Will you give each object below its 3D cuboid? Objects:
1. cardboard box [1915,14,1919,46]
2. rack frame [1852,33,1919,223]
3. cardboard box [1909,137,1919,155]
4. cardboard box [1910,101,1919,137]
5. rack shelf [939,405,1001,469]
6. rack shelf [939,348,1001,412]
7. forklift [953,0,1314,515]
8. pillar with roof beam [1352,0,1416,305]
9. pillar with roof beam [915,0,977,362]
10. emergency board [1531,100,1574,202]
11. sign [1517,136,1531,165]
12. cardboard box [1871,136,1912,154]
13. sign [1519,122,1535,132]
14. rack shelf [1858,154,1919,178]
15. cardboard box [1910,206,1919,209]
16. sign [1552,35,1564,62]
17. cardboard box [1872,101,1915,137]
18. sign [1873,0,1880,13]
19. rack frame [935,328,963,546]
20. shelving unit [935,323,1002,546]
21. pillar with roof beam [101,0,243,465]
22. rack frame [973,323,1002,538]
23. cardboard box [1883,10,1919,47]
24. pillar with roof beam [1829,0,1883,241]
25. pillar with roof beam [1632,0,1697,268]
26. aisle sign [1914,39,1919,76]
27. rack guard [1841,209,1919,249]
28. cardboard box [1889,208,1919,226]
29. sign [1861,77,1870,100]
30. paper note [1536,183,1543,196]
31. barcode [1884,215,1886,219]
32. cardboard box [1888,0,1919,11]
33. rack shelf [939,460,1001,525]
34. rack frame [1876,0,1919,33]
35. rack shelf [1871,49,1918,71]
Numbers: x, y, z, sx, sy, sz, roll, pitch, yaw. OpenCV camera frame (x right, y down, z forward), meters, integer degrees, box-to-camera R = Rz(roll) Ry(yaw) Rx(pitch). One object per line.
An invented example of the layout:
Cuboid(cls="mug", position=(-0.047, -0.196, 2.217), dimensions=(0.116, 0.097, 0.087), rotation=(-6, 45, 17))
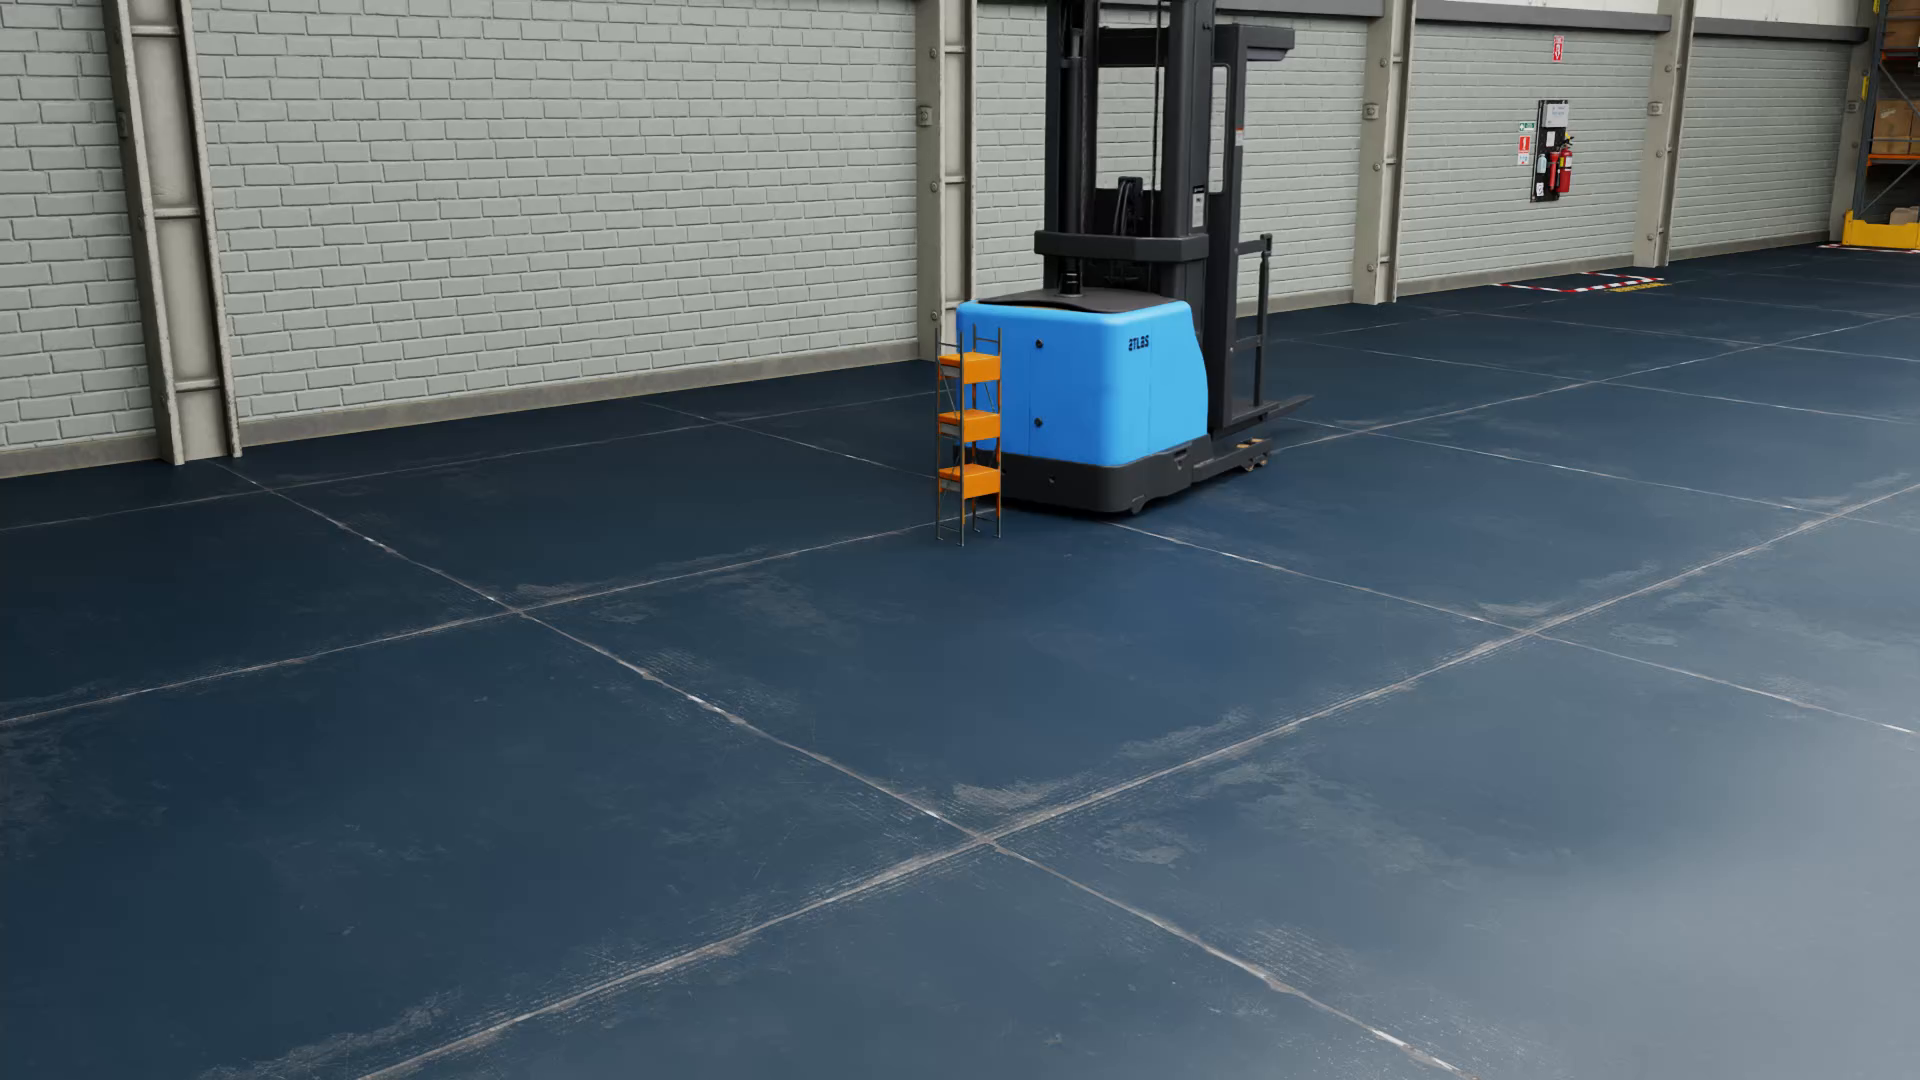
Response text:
Cuboid(cls="cardboard box", position=(13.925, -7.252, 23.543), dimensions=(0.500, 0.500, 0.500), rotation=(-12, 19, -38))
Cuboid(cls="rack frame", position=(13.508, -5.737, 23.916), dimensions=(0.127, 3.000, 1.000), rotation=(-13, 19, -39))
Cuboid(cls="cardboard box", position=(14.085, -5.695, 24.010), dimensions=(0.500, 0.250, 0.500), rotation=(-13, 20, -41))
Cuboid(cls="cardboard box", position=(14.066, -6.059, 23.919), dimensions=(0.500, 0.500, 0.500), rotation=(-13, 19, -39))
Cuboid(cls="rack shelf", position=(0.040, -0.506, 8.151), dimensions=(0.240, 0.259, 0.215), rotation=(-13, 19, -39))
Cuboid(cls="rack shelf", position=(0.040, -0.780, 8.078), dimensions=(0.240, 0.259, 0.215), rotation=(-13, 19, -39))
Cuboid(cls="forklift", position=(1.204, -1.875, 9.589), dimensions=(1.130, 2.935, 3.031), rotation=(10, 18, 33))
Cuboid(cls="pillar with roof beam", position=(7.242, -6.052, 13.468), dimensions=(0.400, 9.000, 9.100), rotation=(-13, 19, -39))
Cuboid(cls="pillar with roof beam", position=(2.716, -5.035, 9.663), dimensions=(0.400, 9.000, 9.100), rotation=(-13, 19, -39))
Cuboid(cls="emergency board", position=(7.053, -4.596, 19.645), dimensions=(0.643, 1.169, 0.194), rotation=(-13, 19, -39))
Cuboid(cls="sign", position=(6.568, -4.540, 19.365), dimensions=(0.234, 0.329, 0.001), rotation=(-13, 19, -39))
Cuboid(cls="cardboard box", position=(13.734, -5.791, 24.370), dimensions=(0.500, 0.250, 0.500), rotation=(-12, 19, -39))
Cuboid(cls="sign", position=(6.578, -4.795, 19.293), dimensions=(0.331, 0.109, 0.001), rotation=(-13, 19, -39))
Cuboid(cls="rack shelf", position=(15.017, -5.728, 25.277), dimensions=(4.000, 0.370, 1.077), rotation=(-13, 19, -39))
Cuboid(cls="cardboard box", position=(14.519, -4.847, 24.941), dimensions=(0.500, 0.311, 0.500), rotation=(-11, 18, -35))
Cuboid(cls="sign", position=(6.982, -5.734, 19.414), dimensions=(0.199, 0.298, 0.001), rotation=(-13, 19, -39))
Cuboid(cls="cardboard box", position=(13.724, -6.158, 24.289), dimensions=(0.500, 0.500, 0.500), rotation=(-13, 20, -40))
Cuboid(cls="sign", position=(13.159, -7.725, 23.831), dimensions=(0.005, 0.325, 0.100), rotation=(-13, 19, -39))
Cuboid(cls="rack frame", position=(-0.052, -0.496, 8.071), dimensions=(0.008, 1.050, 0.200), rotation=(-13, 19, -39))
Cuboid(cls="shelving unit", position=(0.040, -0.516, 8.148), dimensions=(0.252, 1.050, 0.215), rotation=(-13, 19, -39))
Cuboid(cls="pillar with roof beam", position=(-1.811, -4.019, 5.857), dimensions=(0.400, 9.000, 9.100), rotation=(-13, 19, -39))
Cuboid(cls="rack frame", position=(0.132, -0.537, 8.226), dimensions=(0.008, 1.050, 0.200), rotation=(-13, 19, -39))
Cuboid(cls="cardboard box", position=(13.657, -7.364, 23.962), dimensions=(0.500, 0.500, 0.500), rotation=(-11, 18, -35))
Cuboid(cls="pillar with roof beam", position=(16.295, -8.084, 21.078), dimensions=(0.400, 9.000, 9.100), rotation=(-13, 19, -39))
Cuboid(cls="pillar with roof beam", position=(11.768, -7.068, 17.273), dimensions=(0.400, 9.000, 9.100), rotation=(-13, 19, -39))
Cuboid(cls="aisle sign", position=(13.651, -6.922, 23.316), dimensions=(0.004, 0.787, 0.394), rotation=(-13, 19, -39))
Cuboid(cls="rack guard", position=(13.566, -4.542, 24.286), dimensions=(0.348, 0.500, 1.175), rotation=(-13, 19, -39))
Cuboid(cls="cardboard box", position=(14.089, -4.750, 24.579), dimensions=(0.500, 0.311, 0.500), rotation=(13, 20, 41))
Cuboid(cls="sign", position=(13.159, -6.561, 24.143), dimensions=(0.005, 0.325, 0.100), rotation=(-13, 19, -39))
Cuboid(cls="paper note", position=(6.874, -4.154, 19.697), dimensions=(0.142, 0.148, 0.016), rotation=(-13, 19, -39))
Cuboid(cls="barcode", position=(13.840, -4.836, 24.881), dimensions=(0.075, 0.075, 0.001), rotation=(-13, 19, -39))
Cuboid(cls="cardboard box", position=(13.662, -7.851, 23.848), dimensions=(0.500, 0.500, 0.500), rotation=(-12, 19, -37))
Cuboid(cls="rack shelf", position=(0.040, -0.238, 8.223), dimensions=(0.240, 0.259, 0.215), rotation=(-13, 19, -39))
Cuboid(cls="rack frame", position=(13.508, -8.635, 23.141), dimensions=(0.127, 3.000, 1.000), rotation=(-13, 19, -39))
Cuboid(cls="rack shelf", position=(15.017, -7.178, 24.890), dimensions=(4.000, 0.370, 1.077), rotation=(-13, 19, -39))
